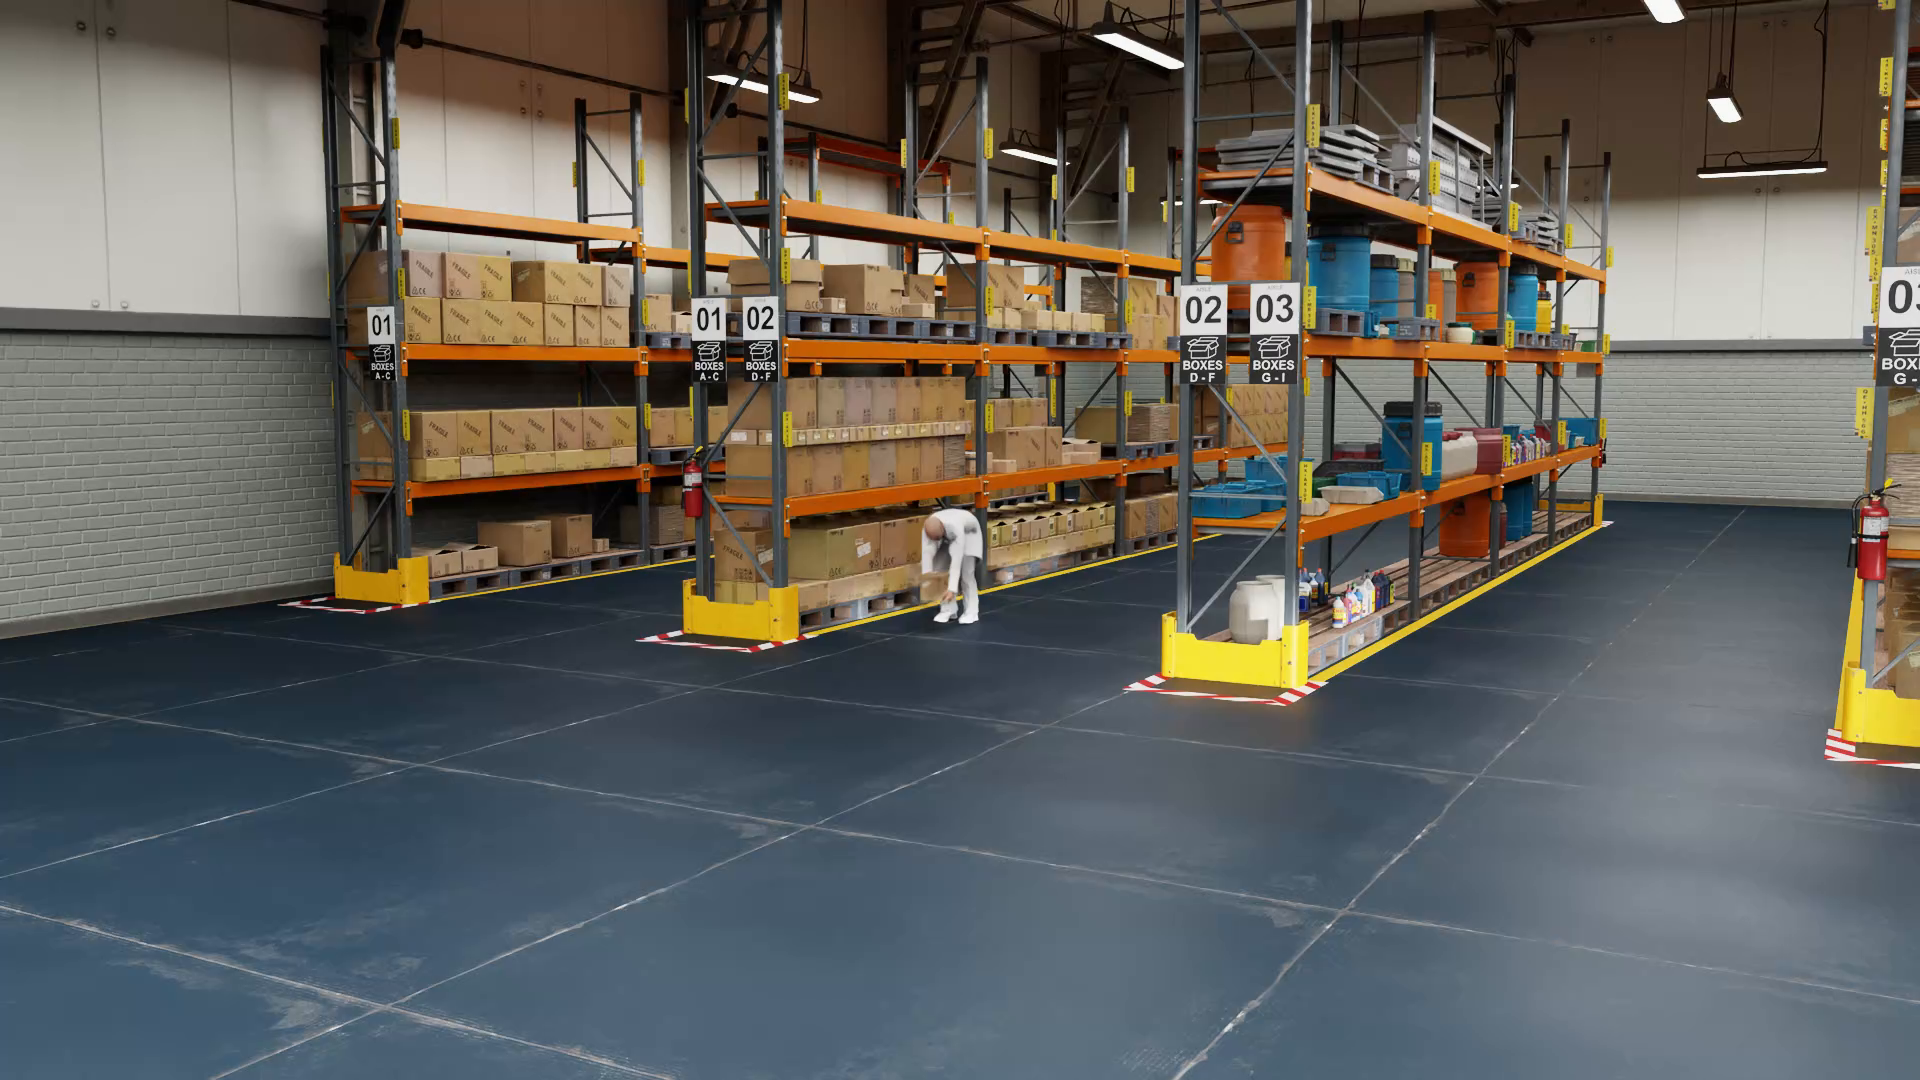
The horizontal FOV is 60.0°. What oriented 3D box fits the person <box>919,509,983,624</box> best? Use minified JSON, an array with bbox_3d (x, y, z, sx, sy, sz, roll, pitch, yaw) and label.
[{"bbox_3d":[-0.127,0.277,16.505,0.568,1.139,0.948,3,6,27],"label":"person"}]
